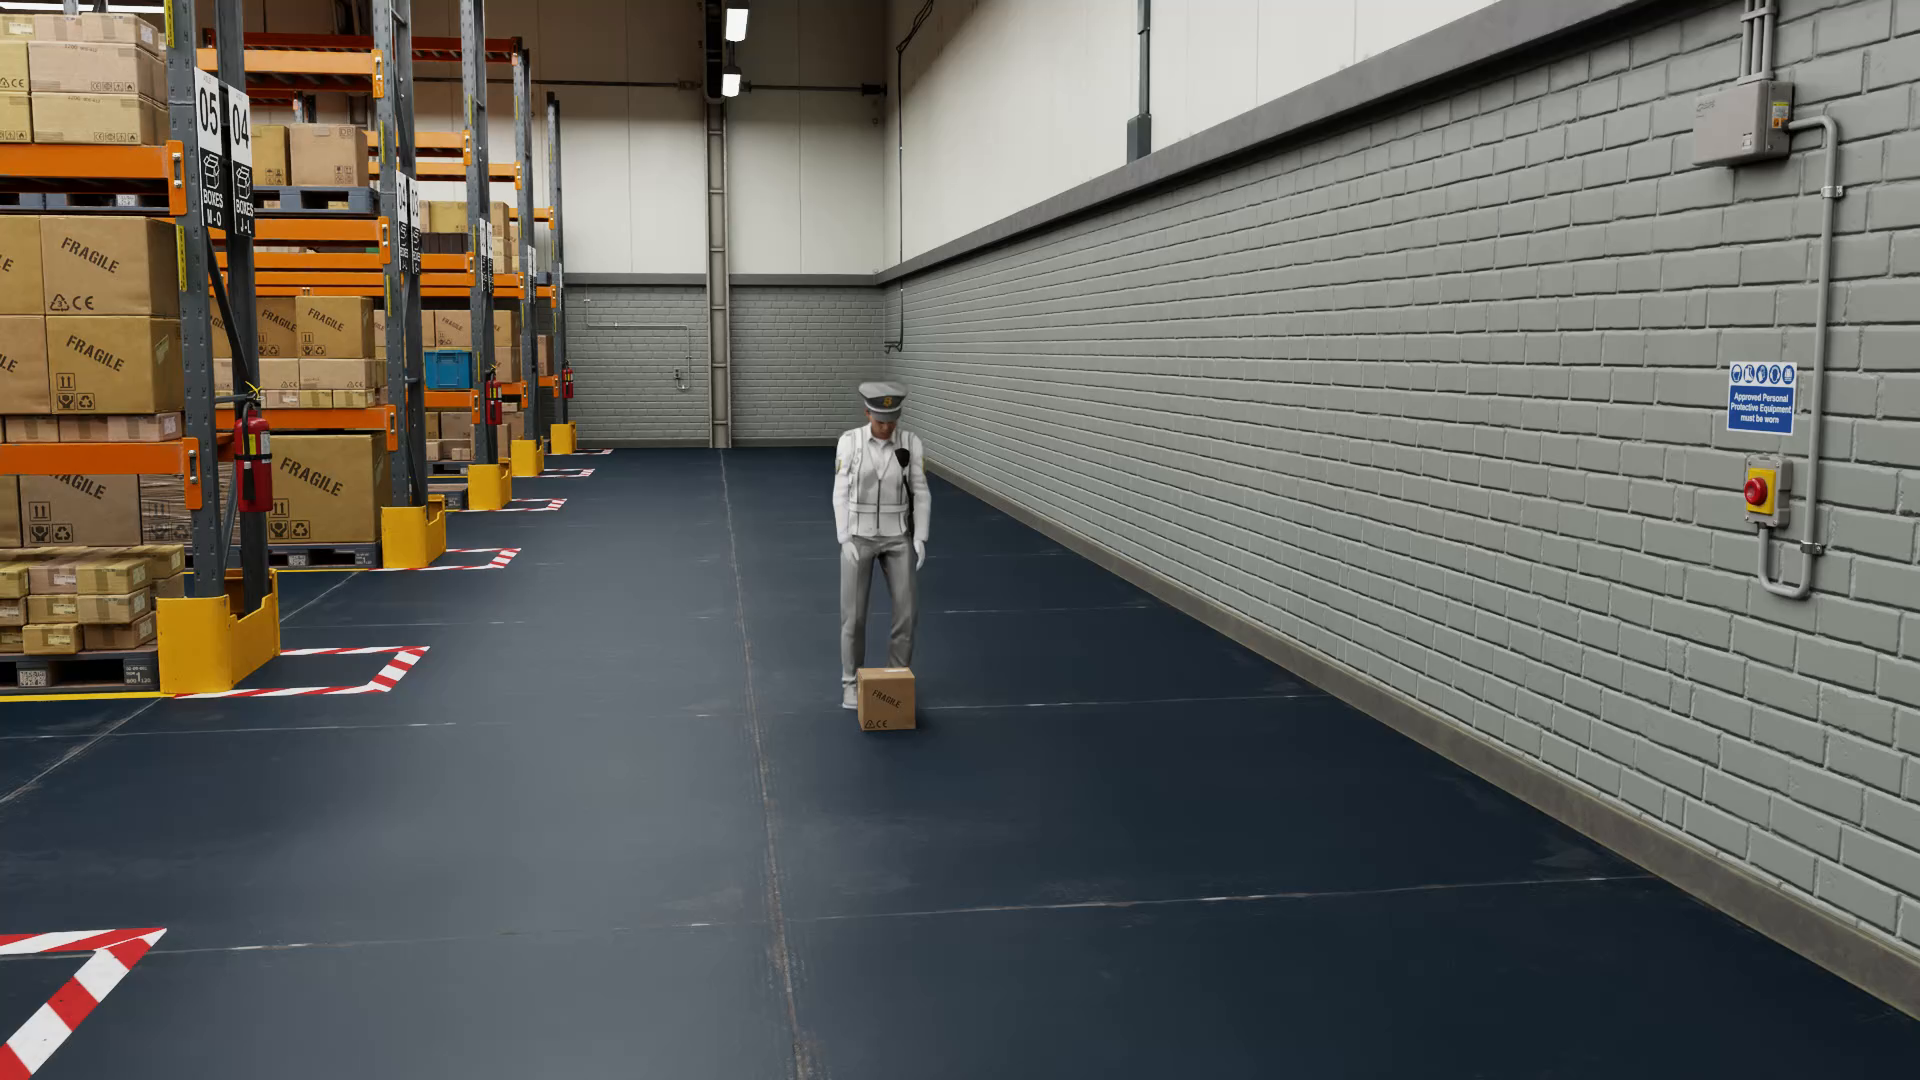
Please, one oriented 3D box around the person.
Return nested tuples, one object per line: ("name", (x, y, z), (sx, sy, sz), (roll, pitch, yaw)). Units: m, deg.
("person", (-0.386, 0.029, 8.303), (0.496, 1.629, 0.428), (-1, 7, -7))
